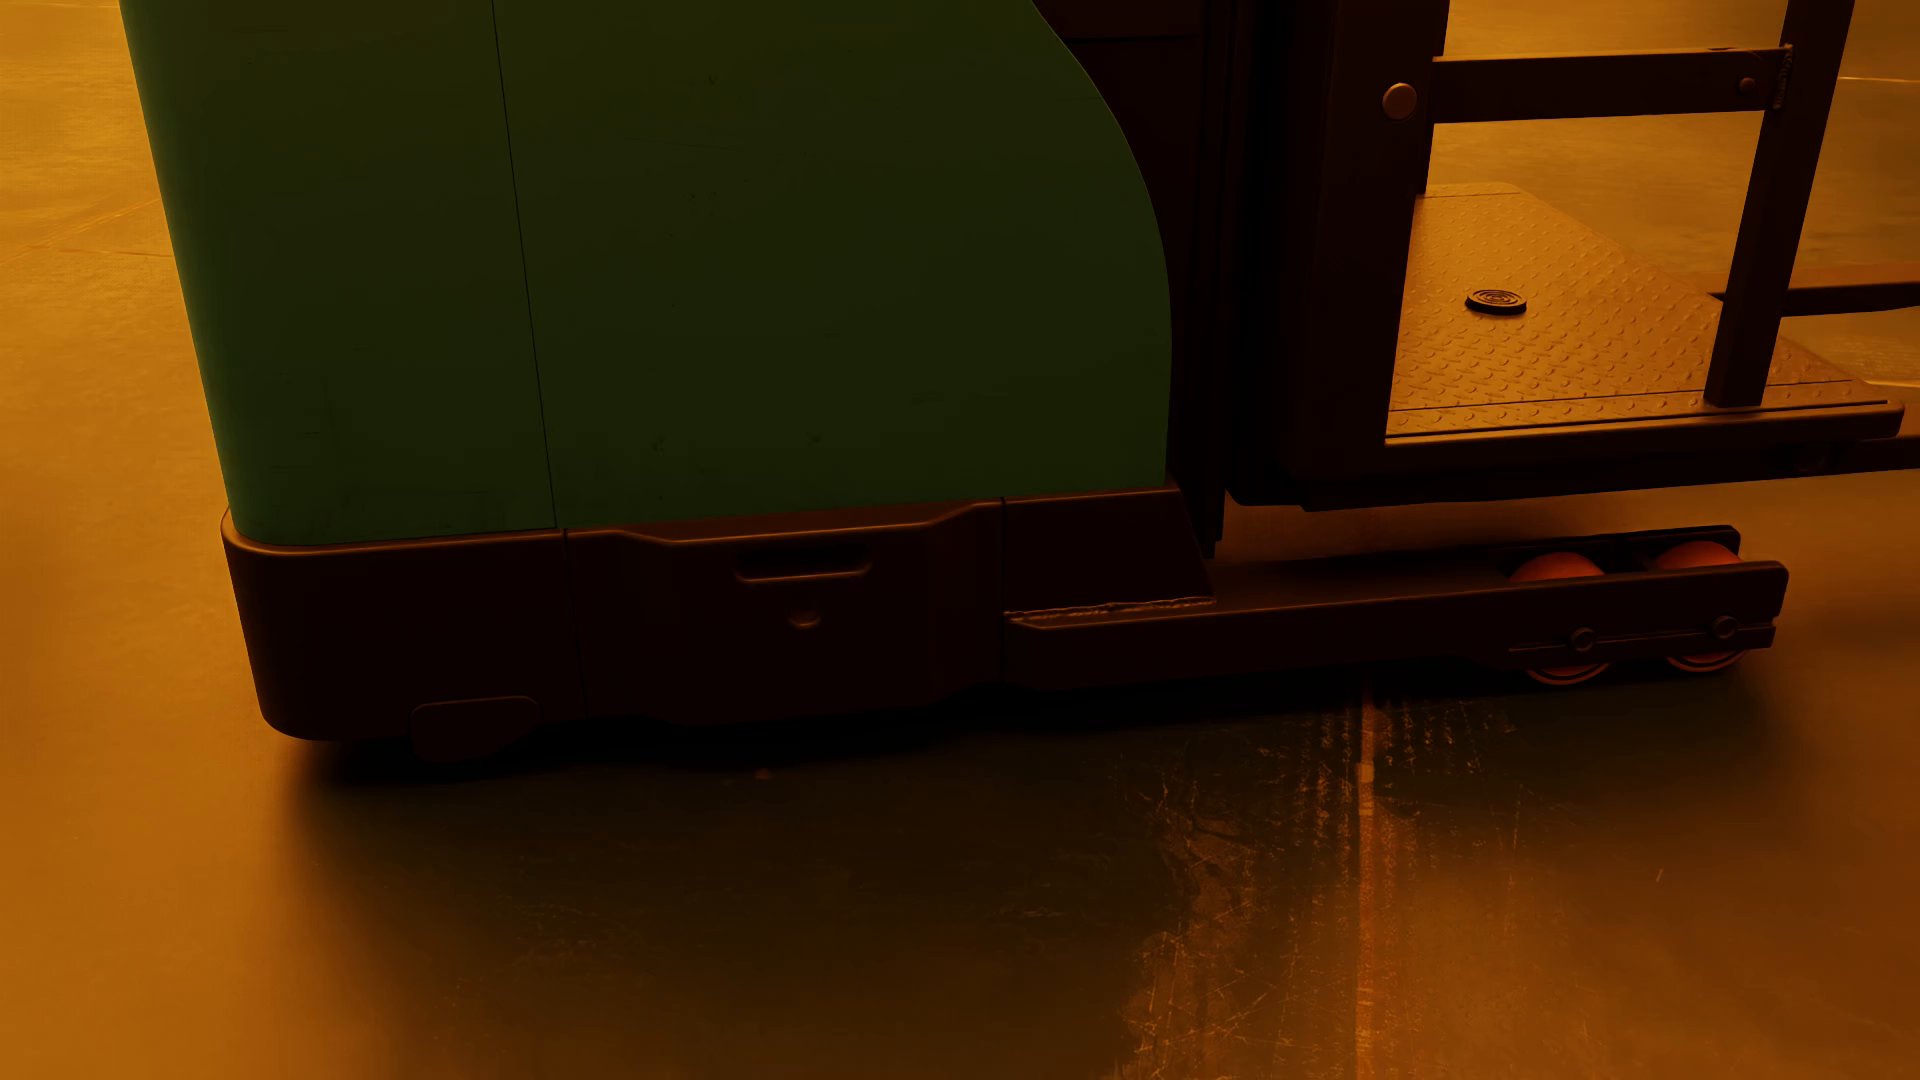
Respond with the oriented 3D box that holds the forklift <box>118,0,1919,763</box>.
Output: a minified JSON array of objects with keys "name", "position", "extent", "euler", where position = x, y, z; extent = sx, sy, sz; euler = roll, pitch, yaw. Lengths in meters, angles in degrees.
[{"name":"forklift","position":[0.600,-1.354,1.930],"extent":[3.031,2.935,1.130],"euler":[-4,27,-9]}]
